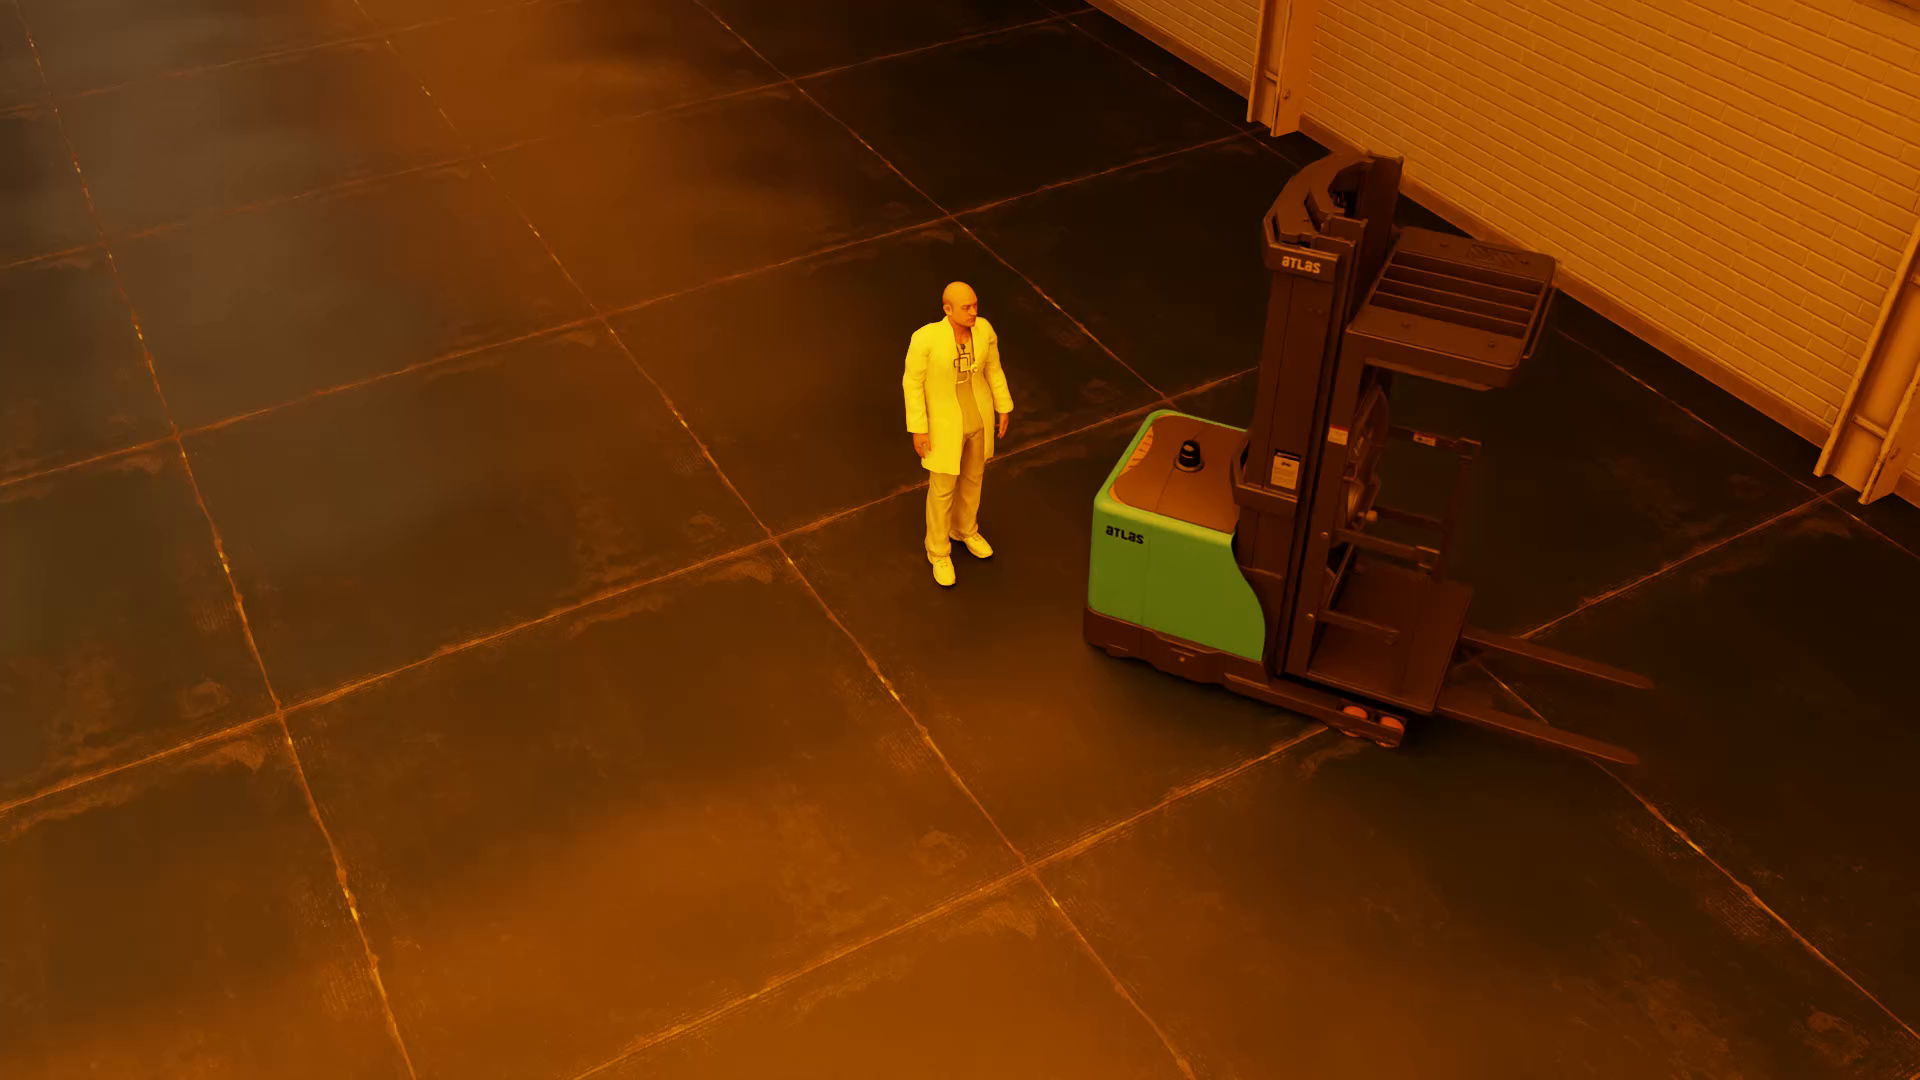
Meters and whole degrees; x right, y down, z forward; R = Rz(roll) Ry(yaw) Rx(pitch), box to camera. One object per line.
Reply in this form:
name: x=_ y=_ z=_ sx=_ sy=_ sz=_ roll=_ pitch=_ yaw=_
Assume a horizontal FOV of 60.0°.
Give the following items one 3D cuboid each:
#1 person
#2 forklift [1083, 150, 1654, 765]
person: x=0.041 y=-0.638 z=9.698 sx=0.694 sy=1.776 sz=0.581 roll=-20 pitch=44 yaw=-23
forklift: x=2.265 y=-0.397 z=8.515 sx=3.031 sy=2.935 sz=1.130 roll=17 pitch=42 yaw=19
